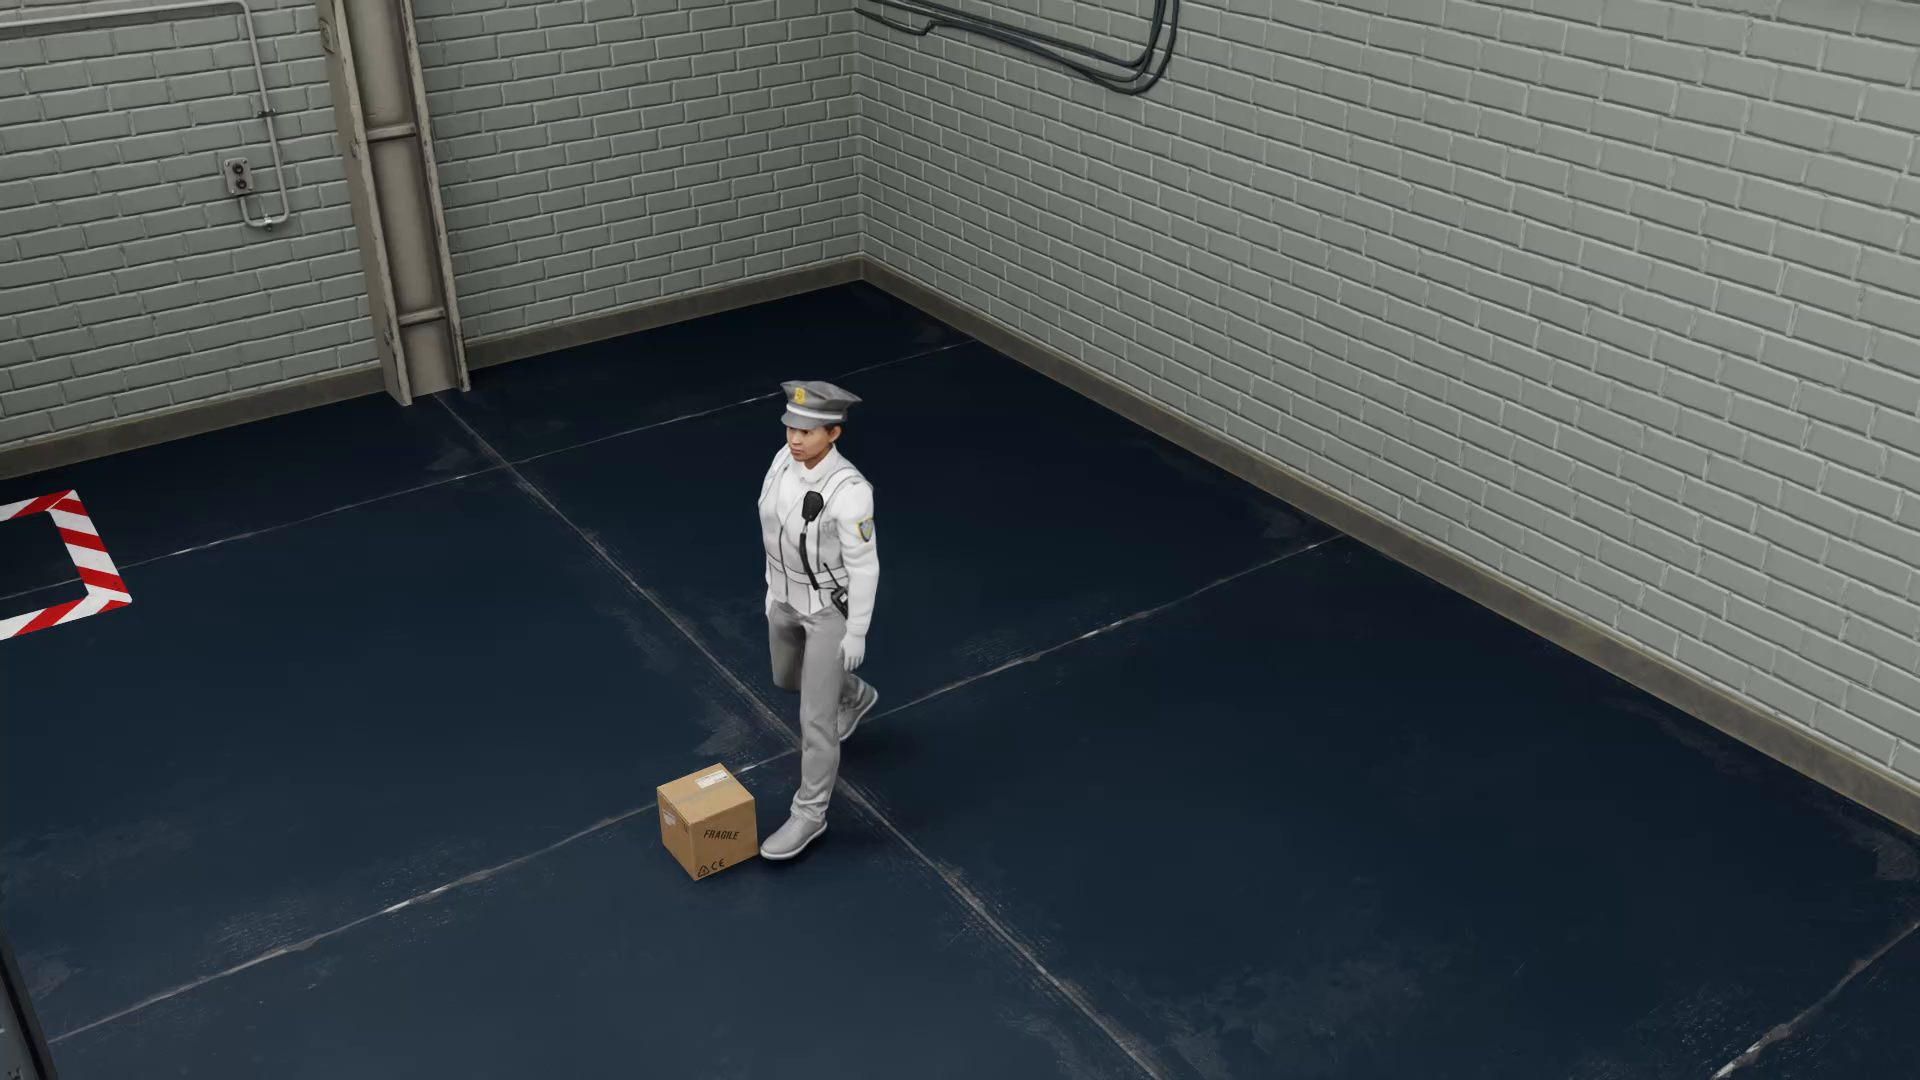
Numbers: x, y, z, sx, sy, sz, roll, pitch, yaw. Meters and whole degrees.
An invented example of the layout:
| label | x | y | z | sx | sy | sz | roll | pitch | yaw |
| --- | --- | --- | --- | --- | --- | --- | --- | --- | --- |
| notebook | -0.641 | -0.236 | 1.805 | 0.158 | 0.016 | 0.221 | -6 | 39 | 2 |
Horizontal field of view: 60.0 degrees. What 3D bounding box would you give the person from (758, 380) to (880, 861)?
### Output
| label | x | y | z | sx | sy | sz | roll | pitch | yaw |
| --- | --- | --- | --- | --- | --- | --- | --- | --- | --- |
| person | -0.486 | 0.206 | 5.690 | 0.787 | 1.669 | 0.526 | -24 | 37 | -37 |
